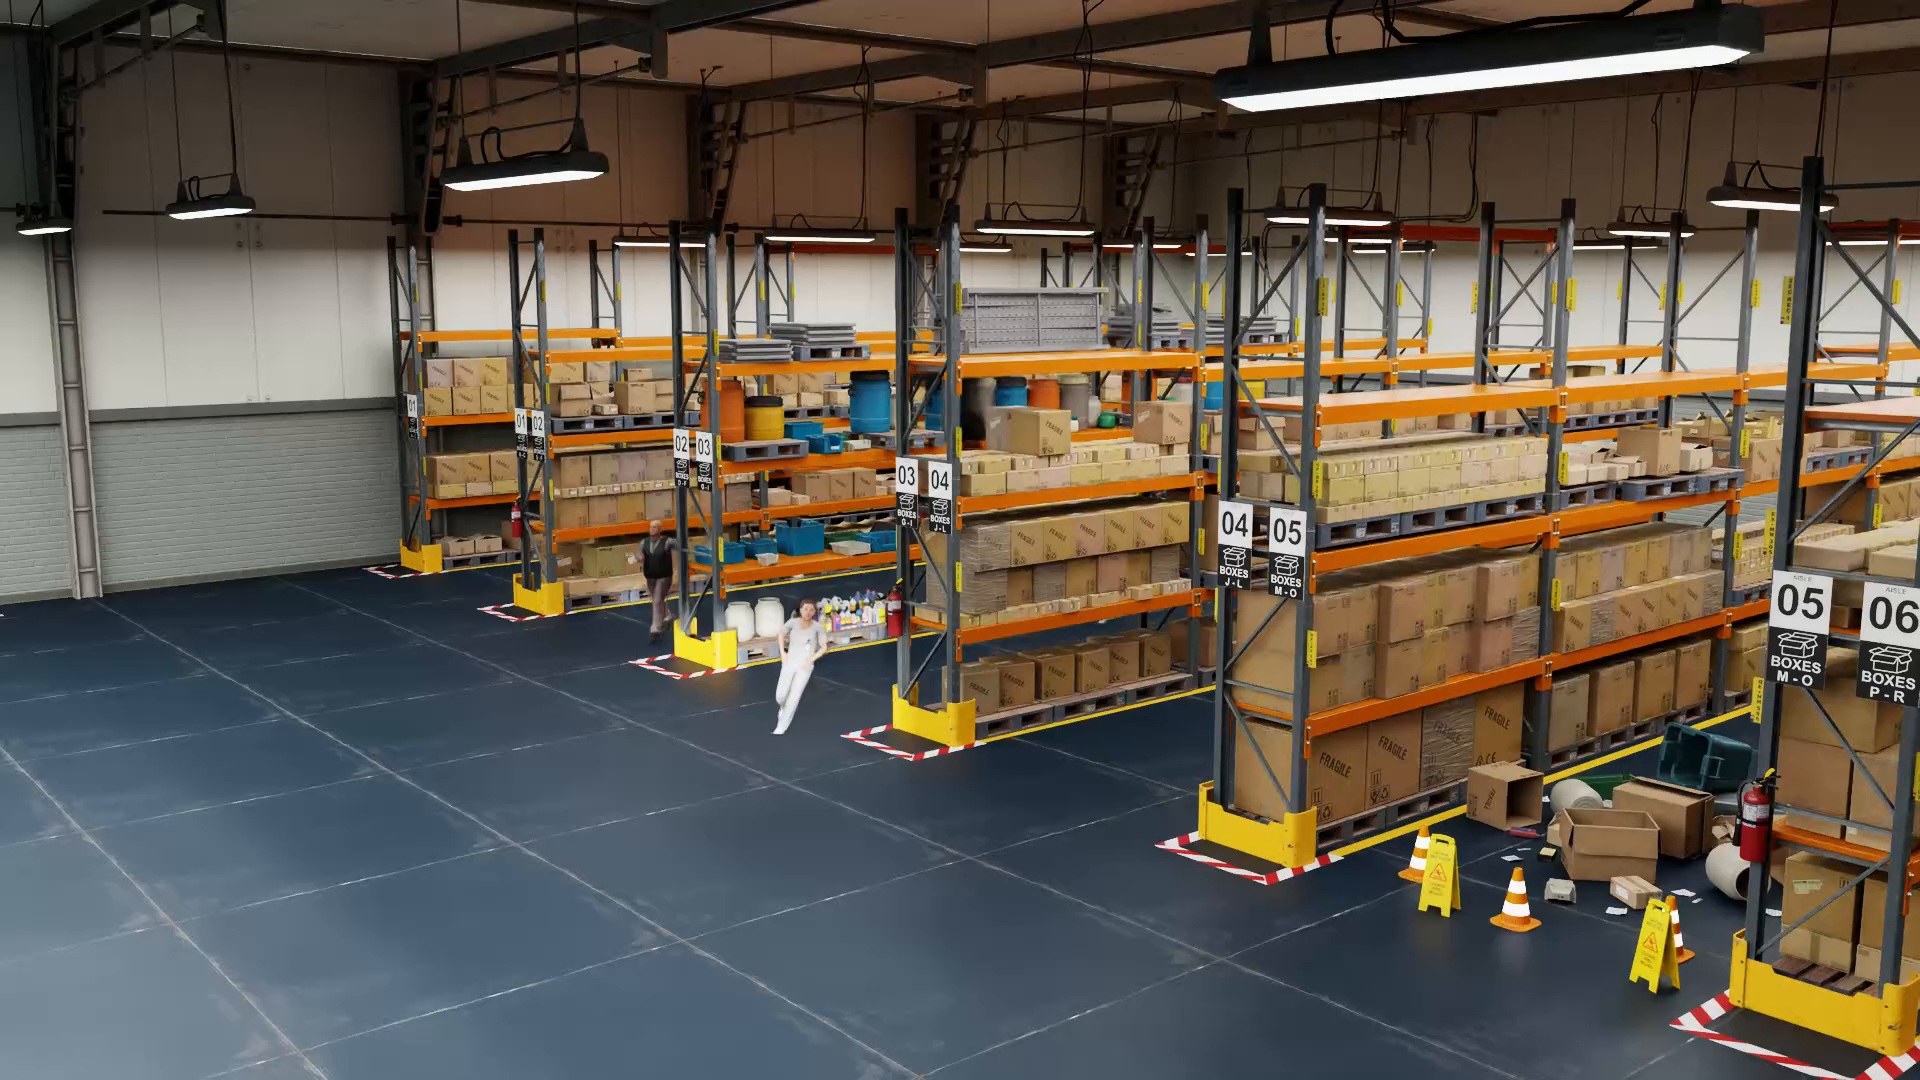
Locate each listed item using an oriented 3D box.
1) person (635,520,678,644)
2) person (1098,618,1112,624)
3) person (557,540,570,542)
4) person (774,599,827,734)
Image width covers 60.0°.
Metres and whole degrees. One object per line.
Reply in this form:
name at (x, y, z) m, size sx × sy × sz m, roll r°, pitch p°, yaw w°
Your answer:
person at (-4.397, 0.574, 24.256) m, size 0.635 × 1.753 × 0.891 m, roll 3°, pitch 9°, yaw 21°
person at (2.225, 0.399, 24.168) m, size 0.575 × 1.610 × 0.735 m, roll 6°, pitch 11°, yaw 36°
person at (-6.805, -0.035, 28.383) m, size 0.569 × 1.735 × 0.851 m, roll 8°, pitch 12°, yaw 44°
person at (-1.844, 1.445, 19.237) m, size 0.649 × 1.595 × 0.578 m, roll 1°, pitch 9°, yaw 5°
